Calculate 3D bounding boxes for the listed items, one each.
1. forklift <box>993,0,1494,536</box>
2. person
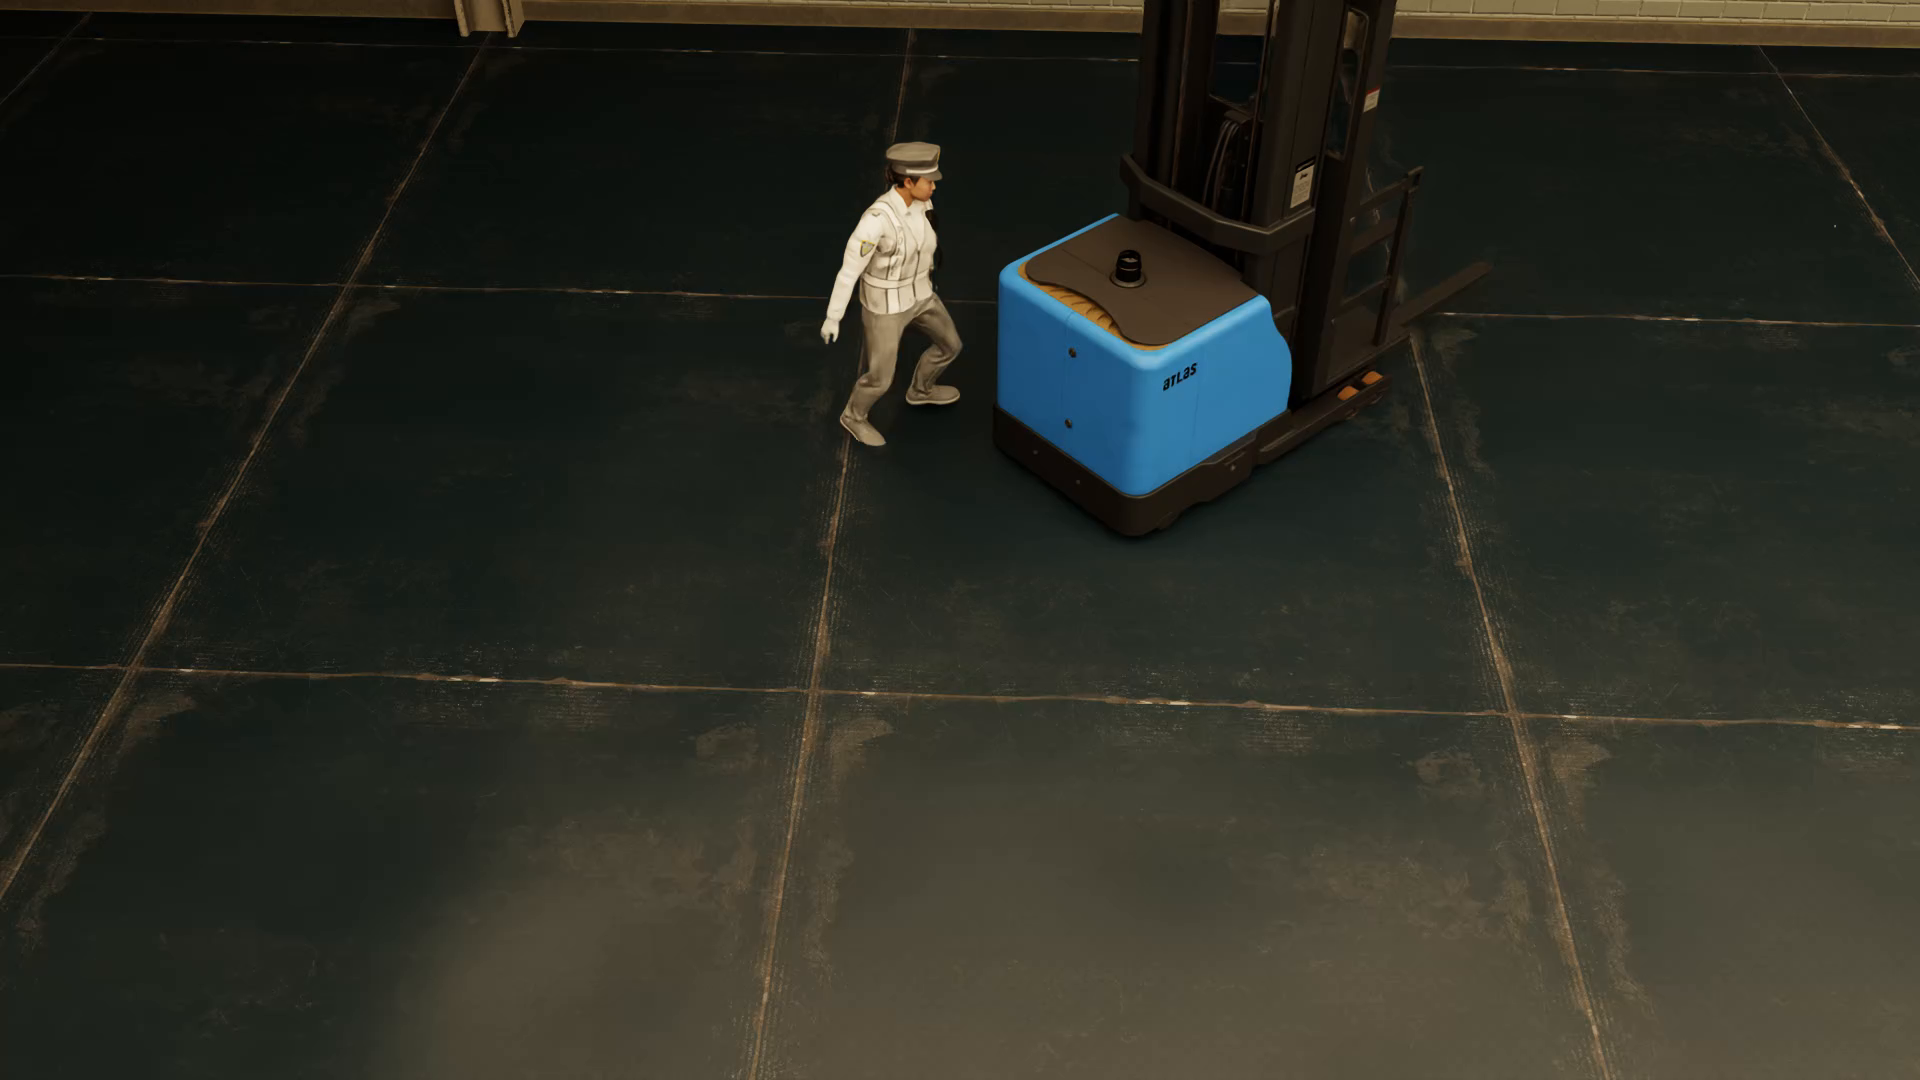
[{"bbox_3d":[1.610,-1.952,7.880,3.031,2.935,1.130,-30,50,-29],"label":"forklift"},{"bbox_3d":[-0.343,-1.151,8.009,0.449,1.655,0.812,32,51,30],"label":"person"}]
